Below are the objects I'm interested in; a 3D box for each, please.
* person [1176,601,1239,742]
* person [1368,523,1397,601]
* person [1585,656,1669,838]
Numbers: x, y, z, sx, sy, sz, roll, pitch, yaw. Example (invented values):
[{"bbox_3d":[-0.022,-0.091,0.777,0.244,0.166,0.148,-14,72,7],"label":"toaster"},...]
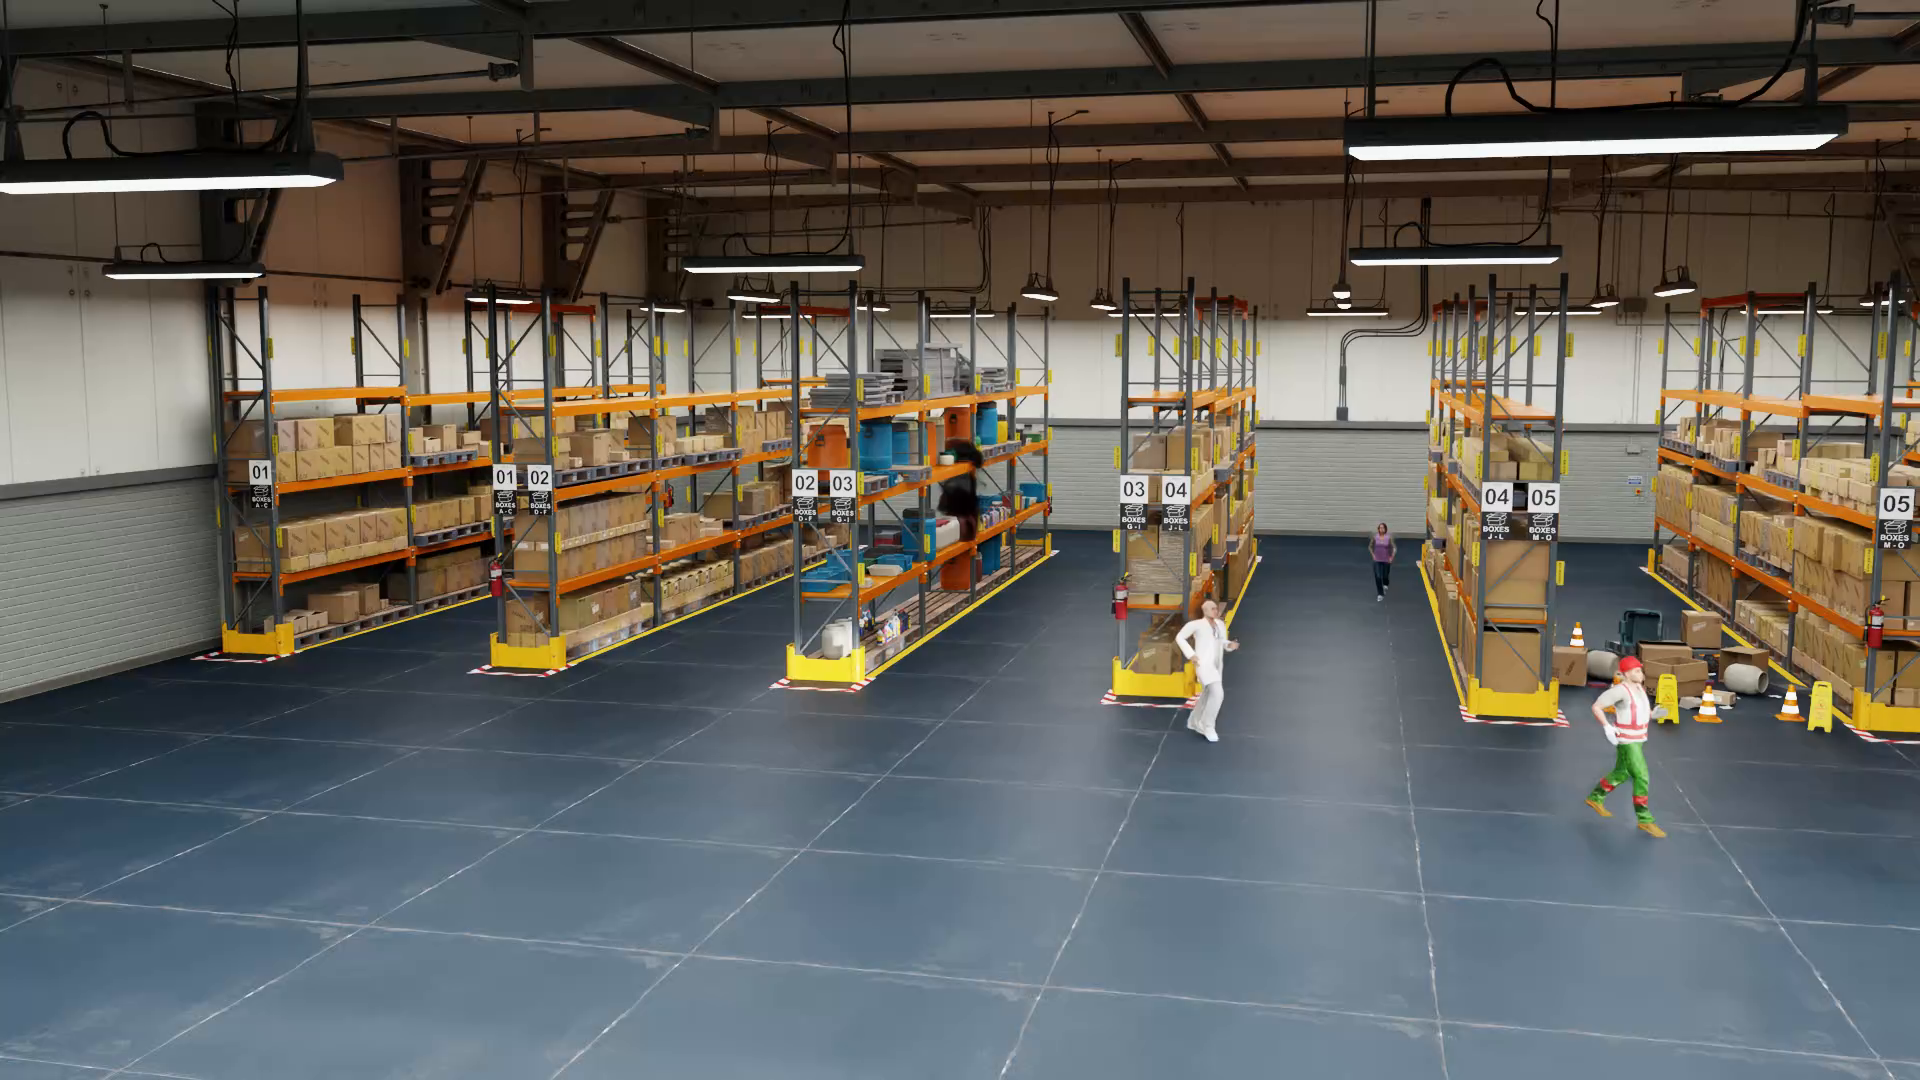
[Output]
[{"bbox_3d":[3.204,1.679,21.373,0.696,1.812,0.786,-6,9,-40],"label":"person"},{"bbox_3d":[8.424,0.421,33.198,0.562,1.557,0.574,2,7,17],"label":"person"},{"bbox_3d":[6.956,2.108,17.296,0.925,1.810,0.655,6,9,44],"label":"person"}]
